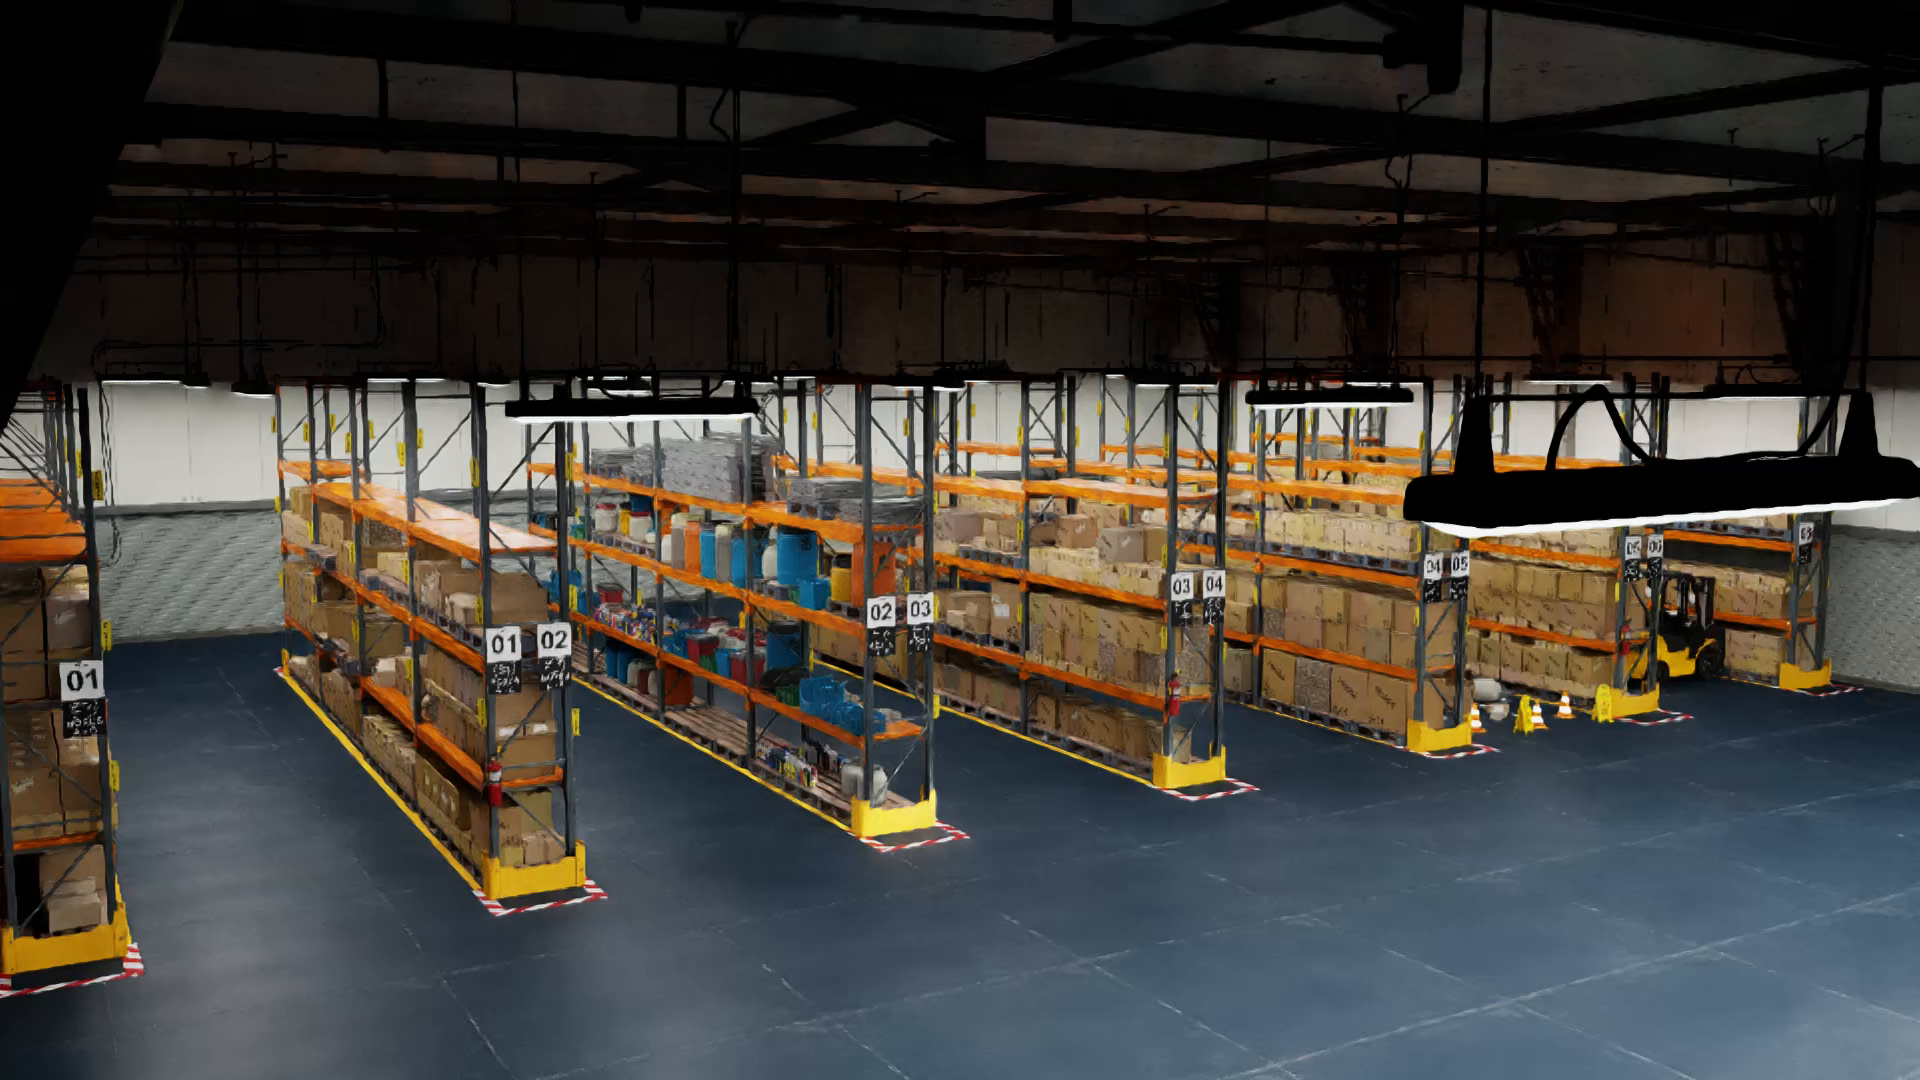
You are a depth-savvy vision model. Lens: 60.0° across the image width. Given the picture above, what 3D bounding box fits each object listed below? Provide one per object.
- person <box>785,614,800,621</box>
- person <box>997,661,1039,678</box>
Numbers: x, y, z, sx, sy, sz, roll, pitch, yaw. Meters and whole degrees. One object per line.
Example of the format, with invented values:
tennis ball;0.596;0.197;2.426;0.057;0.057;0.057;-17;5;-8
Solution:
person;-3.303;1.841;33.000;0.501;1.758;0.588;0;6;1
person;1.086;1.884;32.853;0.583;1.682;1.111;-4;7;-31
